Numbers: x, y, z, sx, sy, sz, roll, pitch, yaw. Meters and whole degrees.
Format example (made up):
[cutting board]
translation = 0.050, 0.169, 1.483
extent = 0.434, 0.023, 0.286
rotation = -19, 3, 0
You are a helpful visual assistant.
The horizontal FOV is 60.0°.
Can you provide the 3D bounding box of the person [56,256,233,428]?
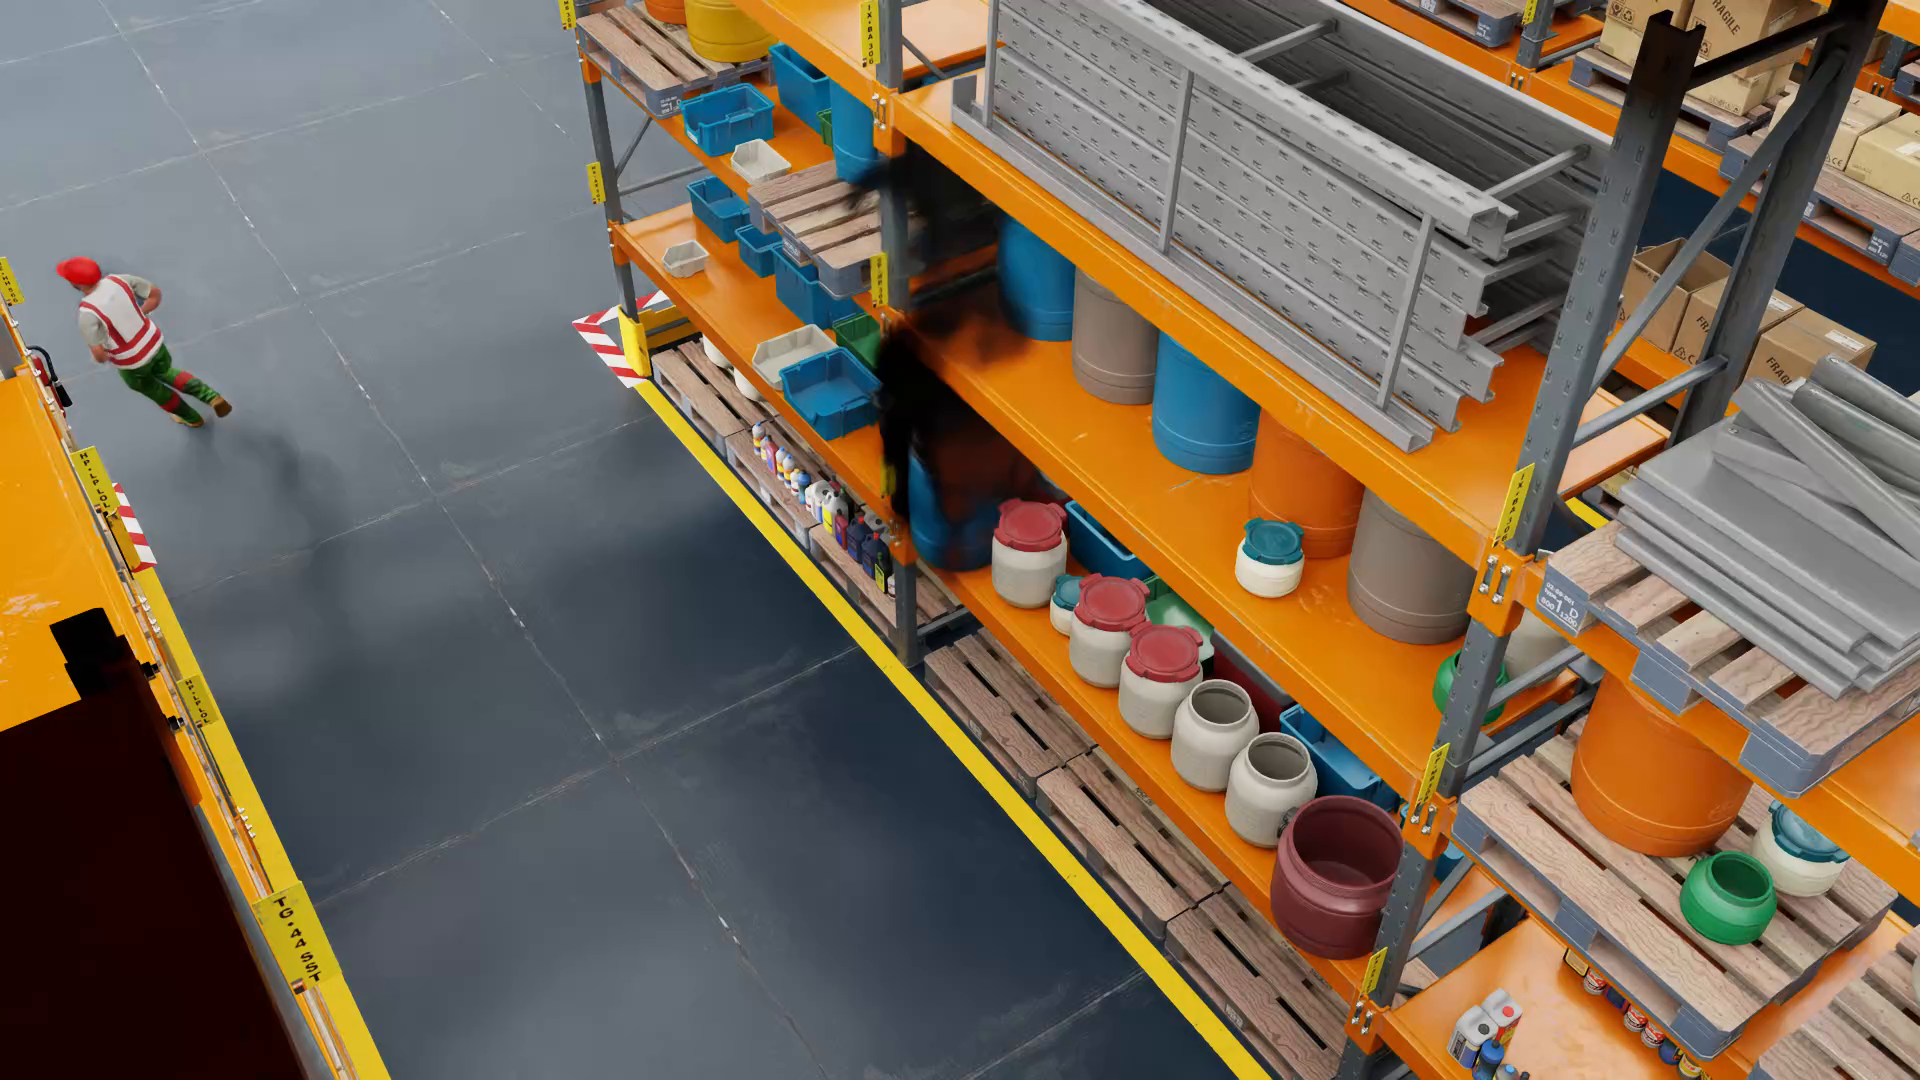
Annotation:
[person]
translation = -5.882, -1.342, 11.980
extent = 0.621, 1.707, 0.732
rotation = 15, 45, 15
